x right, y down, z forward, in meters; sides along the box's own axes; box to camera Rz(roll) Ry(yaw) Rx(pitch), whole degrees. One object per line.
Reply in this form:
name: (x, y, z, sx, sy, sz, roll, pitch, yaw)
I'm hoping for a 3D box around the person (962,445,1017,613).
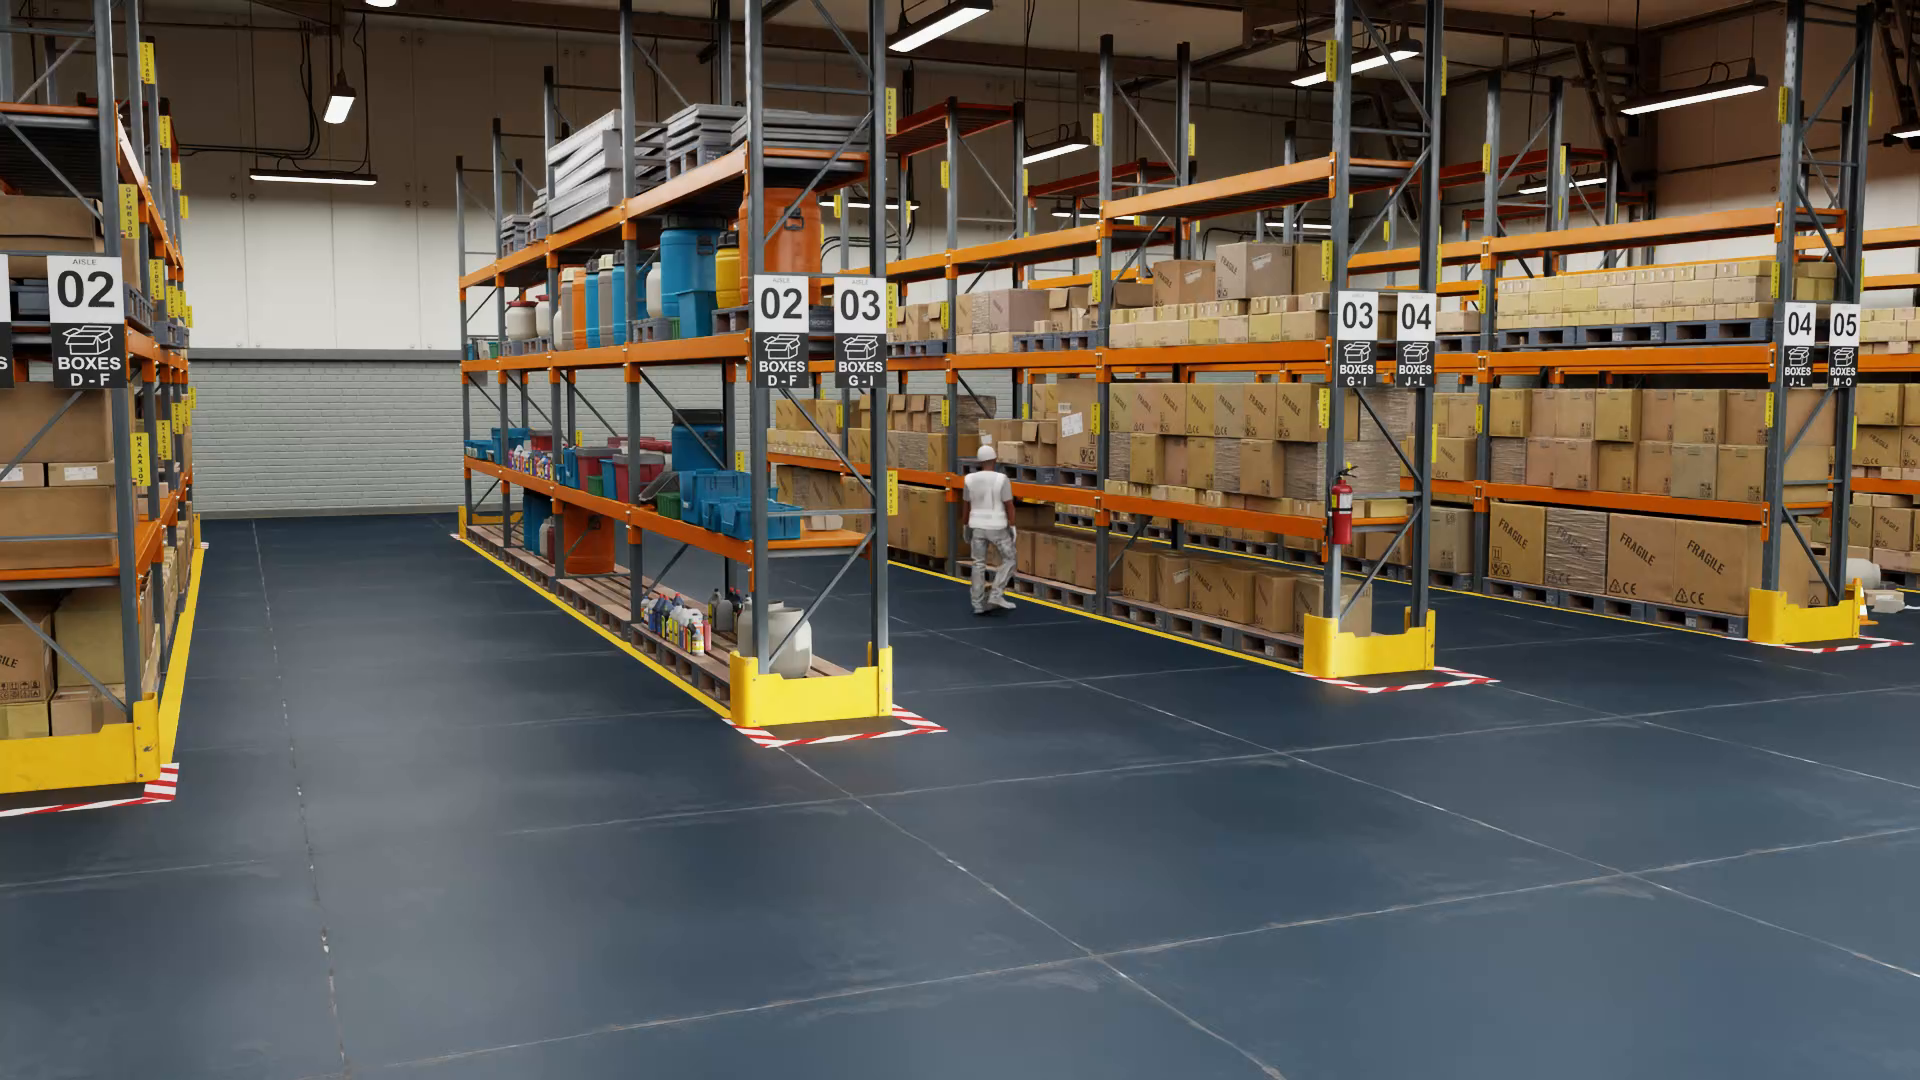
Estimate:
person: (0.316, -0.115, 17.646, 0.620, 1.783, 0.418, 2, 6, 23)
